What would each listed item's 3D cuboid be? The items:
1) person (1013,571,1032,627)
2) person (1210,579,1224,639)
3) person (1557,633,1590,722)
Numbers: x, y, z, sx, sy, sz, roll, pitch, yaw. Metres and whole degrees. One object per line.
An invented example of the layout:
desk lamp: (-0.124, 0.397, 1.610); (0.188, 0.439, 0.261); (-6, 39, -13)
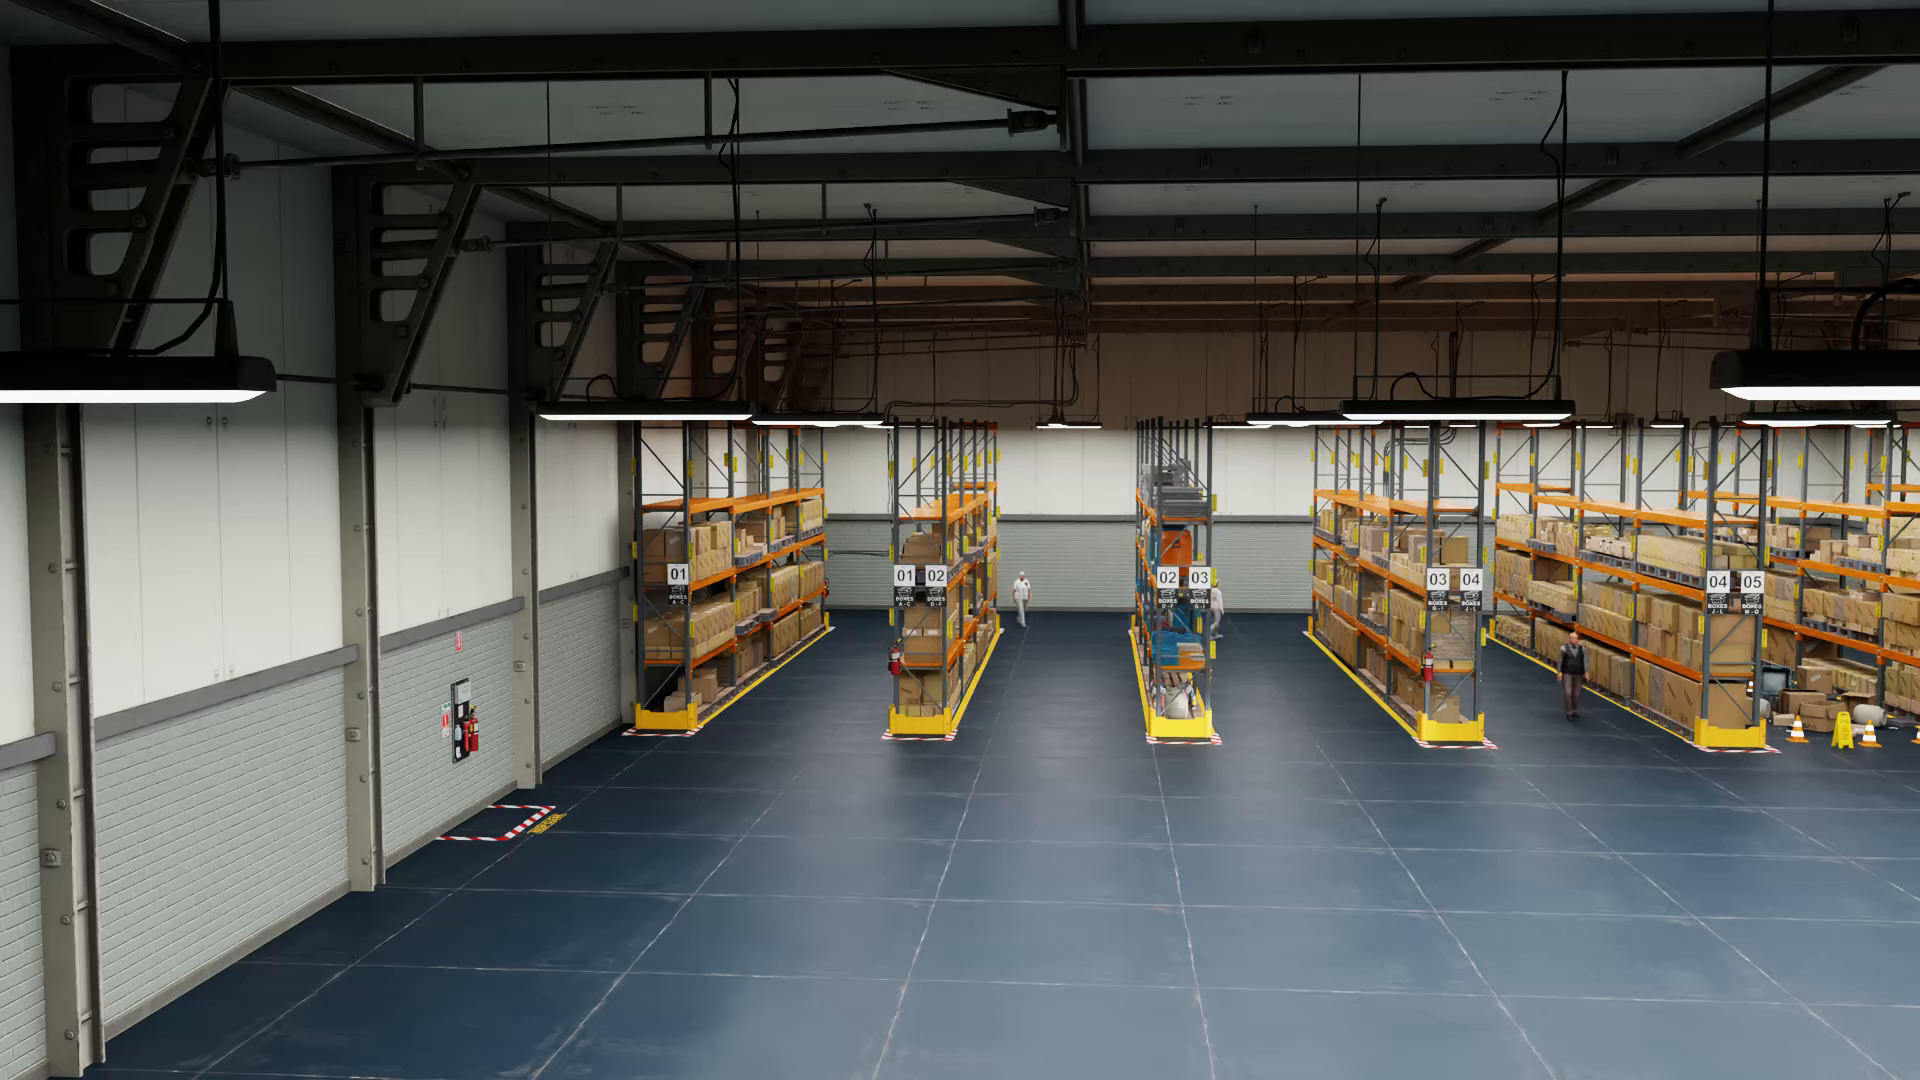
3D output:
person: (1.816, 1.716, 48.811); (0.483, 1.599, 1.078); (-2, 4, -22)
person: (6.998, 1.898, 45.700); (0.839, 1.659, 0.511); (-3, 5, -35)
person: (12.208, 2.715, 33.072); (0.589, 1.752, 0.650); (0, 4, 7)
